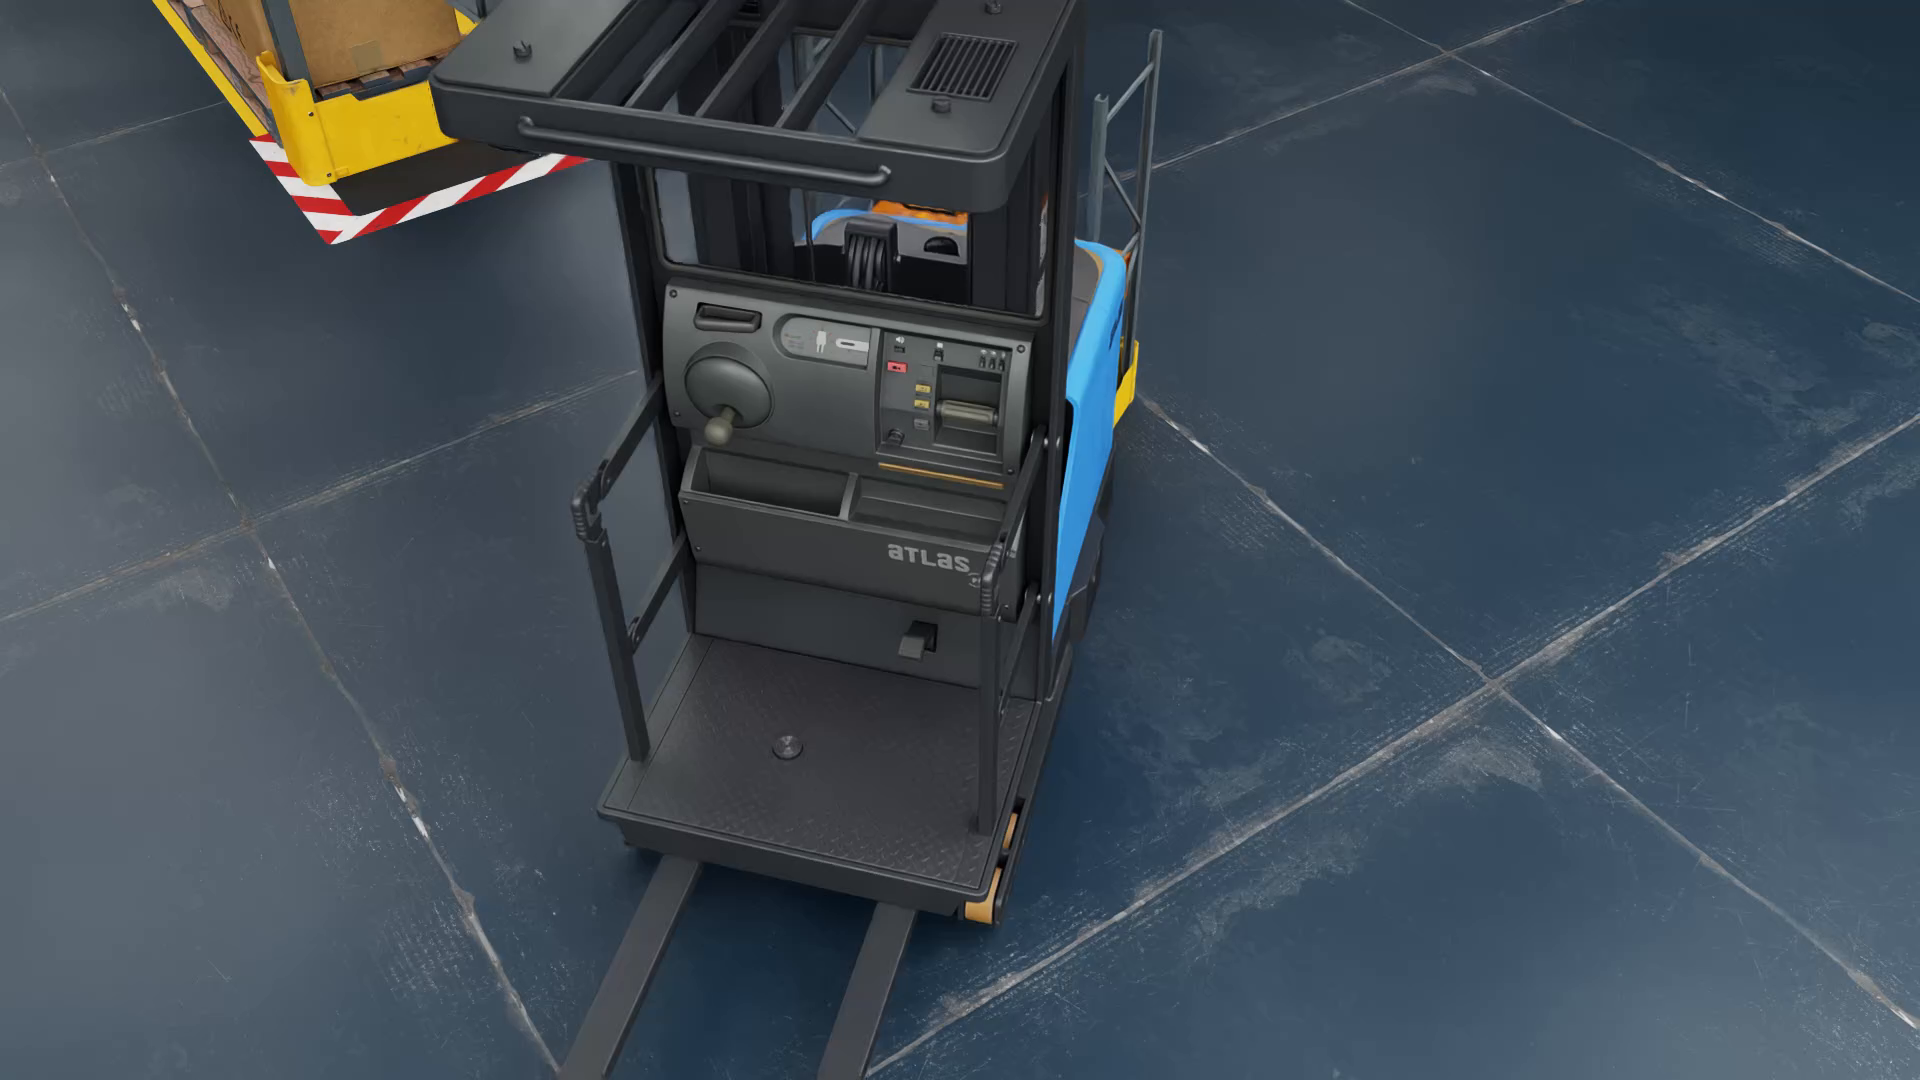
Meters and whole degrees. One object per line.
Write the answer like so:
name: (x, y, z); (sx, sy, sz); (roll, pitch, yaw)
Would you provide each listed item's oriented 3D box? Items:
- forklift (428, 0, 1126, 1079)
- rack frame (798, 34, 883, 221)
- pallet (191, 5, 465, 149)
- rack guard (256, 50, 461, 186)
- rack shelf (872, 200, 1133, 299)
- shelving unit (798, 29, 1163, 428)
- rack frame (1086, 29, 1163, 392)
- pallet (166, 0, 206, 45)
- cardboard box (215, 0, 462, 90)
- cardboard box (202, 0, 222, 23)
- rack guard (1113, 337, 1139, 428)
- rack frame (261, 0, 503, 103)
forklift: (-0.340, -0.297, 3.939); (1.130, 2.935, 3.031); (10, 45, 11)
rack frame: (-0.395, -1.225, 5.947); (0.032, 1.500, 0.500); (18, 47, 18)
pallet: (-3.040, -2.396, 8.107); (1.003, 0.211, 1.213); (-26, 49, -24)
rack guard: (-2.504, -2.065, 7.551); (1.175, 0.500, 0.348); (-26, 49, -24)
rack shelf: (0.063, -0.942, 5.911); (1.000, 0.185, 0.538); (18, 47, 18)
shelving unit: (0.055, -1.075, 5.790); (1.083, 1.500, 0.587); (18, 47, 18)
rack frame: (0.521, -0.919, 5.627); (0.032, 1.500, 0.500); (18, 47, 18)
pallet: (-3.733, -3.086, 8.830); (1.003, 0.211, 1.213); (-26, 49, -24)
cardboard box: (-2.960, -2.724, 7.665); (0.875, 0.875, 0.875); (-25, 49, -24)
cardboard box: (-3.465, -3.221, 8.187); (0.875, 0.875, 0.875); (-26, 50, -25)
rack guard: (0.504, -0.473, 6.065); (0.087, 0.250, 0.587); (18, 47, 18)
rack frame: (-2.518, -2.982, 6.702); (1.000, 3.000, 0.127); (-26, 49, -24)
